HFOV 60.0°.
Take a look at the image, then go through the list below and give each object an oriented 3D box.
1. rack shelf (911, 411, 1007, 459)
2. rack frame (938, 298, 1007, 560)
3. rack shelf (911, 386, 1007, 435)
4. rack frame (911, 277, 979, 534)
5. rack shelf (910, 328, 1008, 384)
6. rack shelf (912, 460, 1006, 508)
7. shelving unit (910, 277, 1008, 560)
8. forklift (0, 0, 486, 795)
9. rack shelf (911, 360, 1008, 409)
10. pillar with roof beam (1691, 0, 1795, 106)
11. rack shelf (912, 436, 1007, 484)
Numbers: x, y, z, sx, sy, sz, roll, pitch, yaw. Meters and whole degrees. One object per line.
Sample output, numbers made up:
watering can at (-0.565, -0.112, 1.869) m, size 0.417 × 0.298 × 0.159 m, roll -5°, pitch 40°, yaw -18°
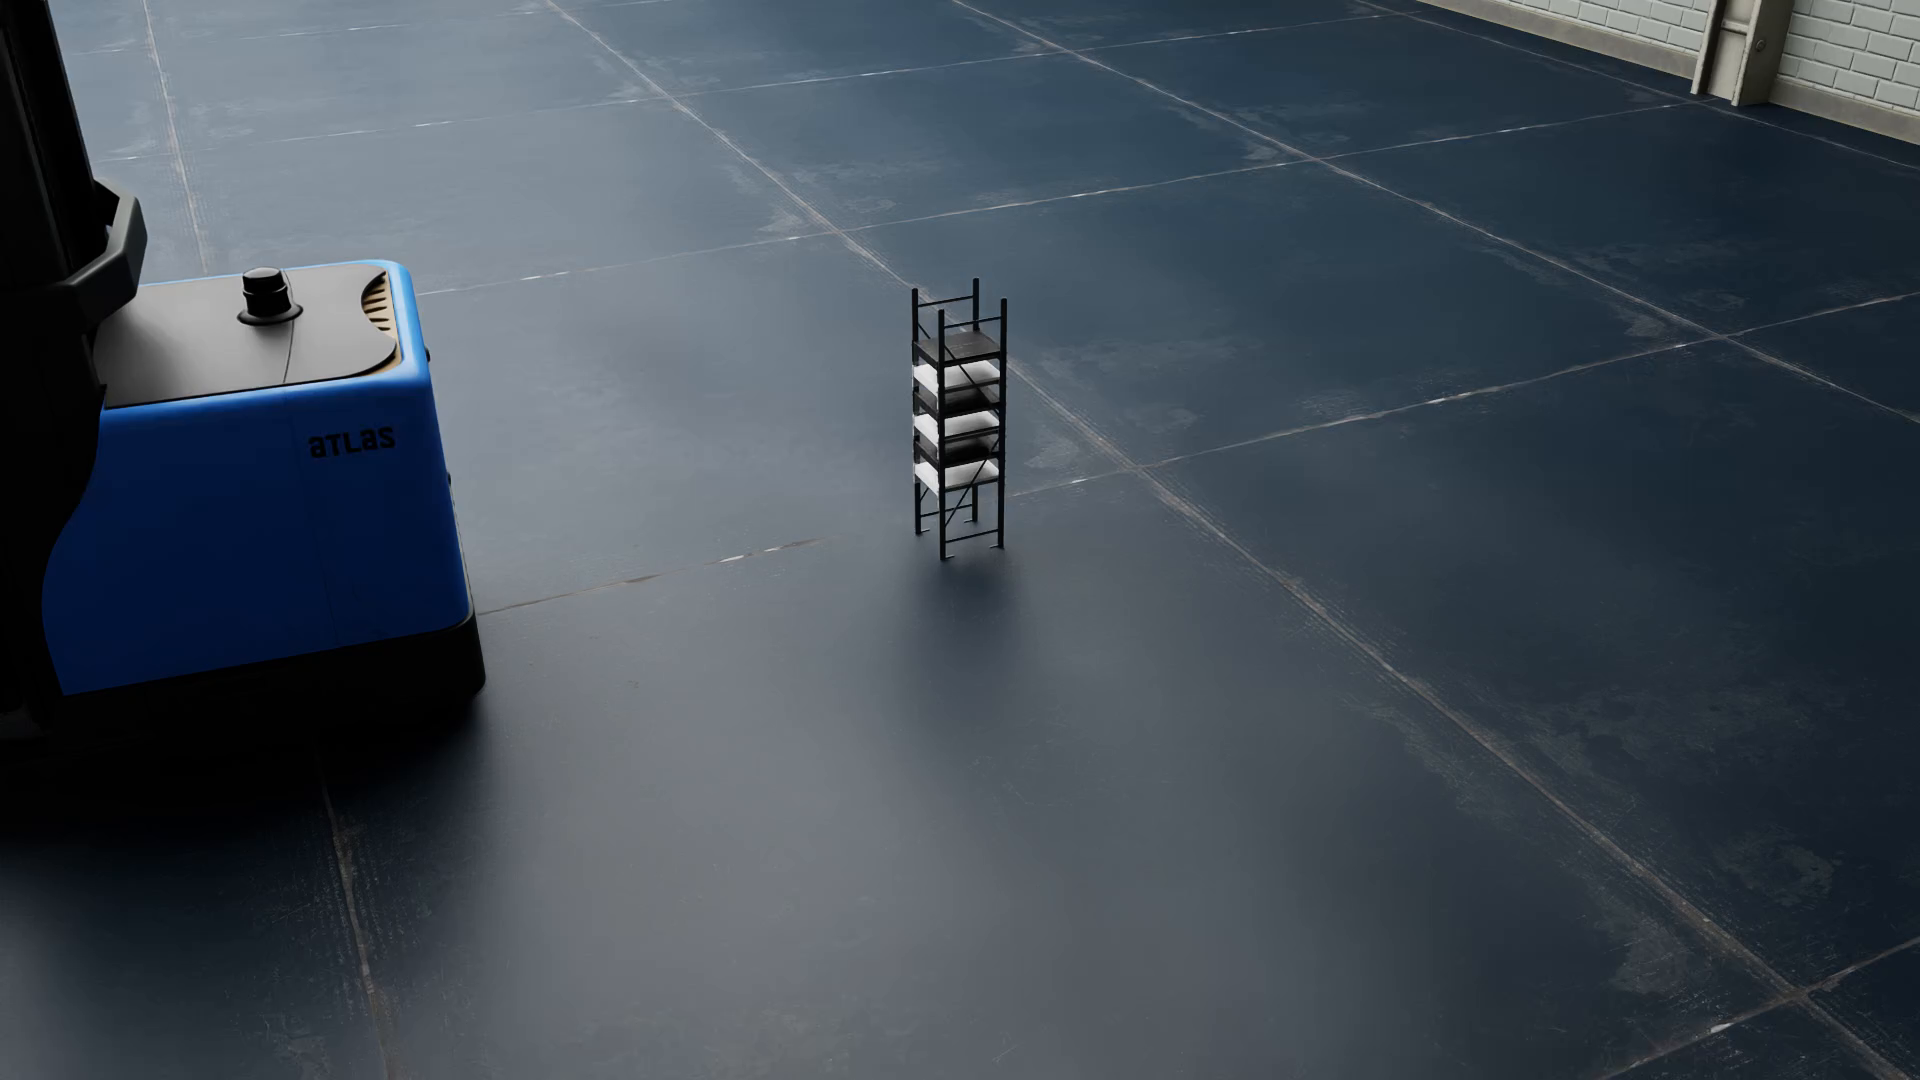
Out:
rack shelf at (-0.003, -0.367, 5.553) m, size 0.258 × 0.077 × 0.200 m, roll -13°, pitch 32°, yaw -22°
rack frame at (0.040, -0.351, 5.456) m, size 0.240 × 0.900 × 0.006 m, roll -13°, pitch 32°, yaw -22°
rack shelf at (-0.003, -0.446, 5.509) m, size 0.258 × 0.077 × 0.200 m, roll -13°, pitch 32°, yaw -22°
rack frame at (-0.047, -0.441, 5.616) m, size 0.240 × 0.900 × 0.006 m, roll -13°, pitch 32°, yaw -22°
rack shelf at (-0.003, -0.603, 5.421) m, size 0.258 × 0.077 × 0.200 m, roll -13°, pitch 32°, yaw -22°
rack shelf at (-0.003, -0.210, 5.641) m, size 0.258 × 0.077 × 0.200 m, roll -13°, pitch 32°, yaw -22°
shelving unit at (-0.003, -0.396, 5.536) m, size 0.258 × 0.900 × 0.210 m, roll -13°, pitch 32°, yaw -22°
forklift at (-2.960, -0.756, 4.101) m, size 3.031 × 2.935 × 1.130 m, roll -10°, pitch 31°, yaw -17°
rack shelf at (-0.003, -0.524, 5.465) m, size 0.258 × 0.077 × 0.200 m, roll -13°, pitch 32°, yaw -22°
pillar with roof beam at (1.190, -5.943, 7.149) m, size 9.100 × 9.000 × 0.400 m, roll -13°, pitch 32°, yaw -22°
rack shelf at (-0.003, -0.289, 5.597) m, size 0.258 × 0.077 × 0.200 m, roll -13°, pitch 32°, yaw -22°
